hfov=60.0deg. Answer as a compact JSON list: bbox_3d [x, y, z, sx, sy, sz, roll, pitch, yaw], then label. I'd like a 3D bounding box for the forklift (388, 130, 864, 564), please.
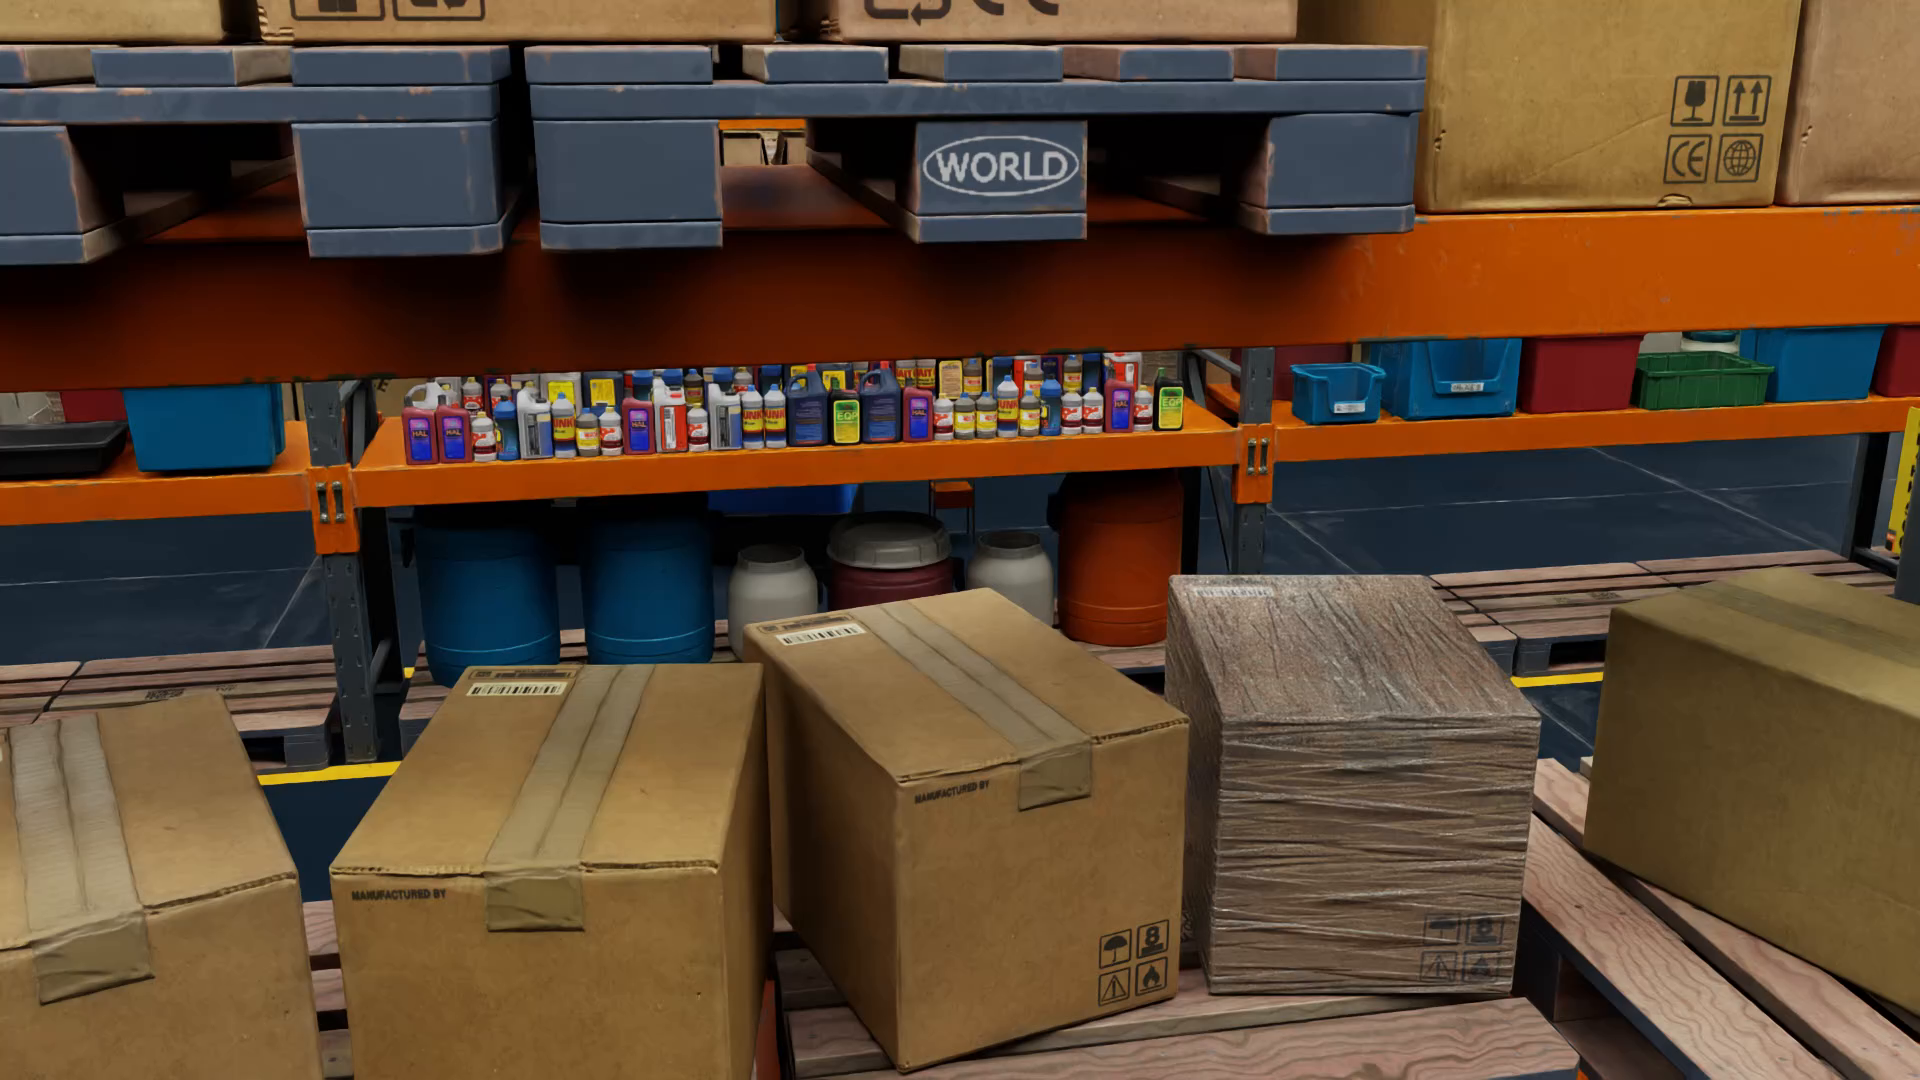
[{"bbox_3d":[-2.141,-1.414,9.925,3.031,2.935,1.130,0,17,1],"label":"forklift"}]

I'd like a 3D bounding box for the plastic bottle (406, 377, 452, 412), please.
[{"bbox_3d":[-2.228,-0.518,6.973,0.185,0.351,0.144,-3,17,-10],"label":"plastic bottle"}]

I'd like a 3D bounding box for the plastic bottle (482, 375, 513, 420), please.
[{"bbox_3d":[-2.131,-0.698,7.675,0.133,0.283,0.061,-3,17,-10],"label":"plastic bottle"}]

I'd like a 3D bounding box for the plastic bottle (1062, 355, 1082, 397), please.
[{"bbox_3d":[0.552,-0.806,8.165,0.097,0.201,0.097,0,17,0],"label":"plastic bottle"}]

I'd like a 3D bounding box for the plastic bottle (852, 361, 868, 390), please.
[{"bbox_3d":[-0.487,-0.780,7.963,0.097,0.271,0.097,0,17,0],"label":"plastic bottle"}]

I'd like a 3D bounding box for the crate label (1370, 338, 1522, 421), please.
[{"bbox_3d":[2.279,-0.830,7.845,0.616,0.435,0.502,-3,17,-10],"label":"crate label"}]

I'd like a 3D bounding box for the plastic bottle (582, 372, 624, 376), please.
[{"bbox_3d":[-1.653,-0.745,7.713,0.185,0.351,0.144,-3,17,-10],"label":"plastic bottle"}]

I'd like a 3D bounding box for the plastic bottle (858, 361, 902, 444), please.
[{"bbox_3d":[-0.350,-0.606,7.260,0.185,0.351,0.144,-3,17,-10],"label":"plastic bottle"}]

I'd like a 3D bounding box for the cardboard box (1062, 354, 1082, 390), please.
[{"bbox_3d":[0.967,-1.322,13.015,0.500,0.500,0.700,-4,18,-13],"label":"cardboard box"}]

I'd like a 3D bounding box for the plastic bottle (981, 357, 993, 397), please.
[{"bbox_3d":[0.172,-0.829,8.101,0.133,0.283,0.061,-3,17,-10],"label":"plastic bottle"}]

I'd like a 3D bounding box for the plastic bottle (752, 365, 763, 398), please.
[{"bbox_3d":[-0.917,-0.767,7.899,0.133,0.283,0.061,-3,17,-10],"label":"plastic bottle"}]

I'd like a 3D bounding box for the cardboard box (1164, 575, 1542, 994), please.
[{"bbox_3d":[0.657,0.407,2.991,0.500,0.500,0.700,0,17,0],"label":"cardboard box"}]

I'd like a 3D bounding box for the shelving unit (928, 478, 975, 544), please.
[{"bbox_3d":[-0.053,-0.499,10.148,0.252,1.050,0.215,-3,17,-10],"label":"shelving unit"}]

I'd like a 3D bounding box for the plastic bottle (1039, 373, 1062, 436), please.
[{"bbox_3d":[0.402,-0.604,7.388,0.097,0.271,0.097,0,17,0],"label":"plastic bottle"}]

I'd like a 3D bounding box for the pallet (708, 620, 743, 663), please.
[{"bbox_3d":[-0.709,0.620,7.933,1.213,0.211,1.003,-3,17,-10],"label":"pallet"}]

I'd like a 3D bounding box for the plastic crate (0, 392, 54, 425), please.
[{"bbox_3d":[-4.209,-0.553,7.103,0.530,0.282,0.437,-3,17,-10],"label":"plastic crate"}]

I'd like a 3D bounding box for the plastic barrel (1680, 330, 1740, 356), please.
[{"bbox_3d":[3.851,-0.963,8.574,0.301,0.262,0.301,0,17,0],"label":"plastic barrel"}]

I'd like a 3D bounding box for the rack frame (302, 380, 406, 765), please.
[{"bbox_3d":[-2.675,-0.613,7.198,0.127,3.000,1.000,-3,17,-10],"label":"rack frame"}]

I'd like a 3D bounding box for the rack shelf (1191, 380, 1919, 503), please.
[{"bbox_3d":[3.216,-0.603,8.392,4.000,0.370,1.077,-3,17,-10],"label":"rack shelf"}]

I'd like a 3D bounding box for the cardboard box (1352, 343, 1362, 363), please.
[{"bbox_3d":[3.161,-1.453,13.440,0.500,0.500,0.700,-3,17,-11],"label":"cardboard box"}]

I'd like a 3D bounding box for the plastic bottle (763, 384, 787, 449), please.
[{"bbox_3d":[-0.797,-0.536,7.167,0.097,0.271,0.097,0,17,0],"label":"plastic bottle"}]

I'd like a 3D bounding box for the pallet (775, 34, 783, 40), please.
[{"bbox_3d":[-0.811,-2.092,7.228,1.213,0.211,1.003,-3,17,-10],"label":"pallet"}]

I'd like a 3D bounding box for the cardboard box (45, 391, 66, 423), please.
[{"bbox_3d":[-6.035,-1.112,11.728,0.875,0.875,0.875,-3,17,-10],"label":"cardboard box"}]

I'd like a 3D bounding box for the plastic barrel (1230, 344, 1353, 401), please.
[{"bbox_3d":[1.651,-1.014,8.272,0.708,0.536,0.600,-3,17,-10],"label":"plastic barrel"}]

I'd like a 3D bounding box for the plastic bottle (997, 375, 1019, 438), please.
[{"bbox_3d":[0.211,-0.593,7.353,0.097,0.271,0.097,0,17,0],"label":"plastic bottle"}]

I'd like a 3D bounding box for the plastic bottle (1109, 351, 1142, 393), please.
[{"bbox_3d":[0.795,-0.802,8.024,0.135,0.276,0.152,-3,17,-10],"label":"plastic bottle"}]

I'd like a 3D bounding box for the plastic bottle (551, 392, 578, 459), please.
[{"bbox_3d":[-1.670,-0.486,7.005,0.097,0.271,0.097,0,17,0],"label":"plastic bottle"}]

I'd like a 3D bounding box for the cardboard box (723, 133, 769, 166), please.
[{"bbox_3d":[-1.706,-2.680,12.050,0.637,0.503,0.797,-3,17,-9],"label":"cardboard box"}]

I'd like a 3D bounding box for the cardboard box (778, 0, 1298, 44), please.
[{"bbox_3d":[0.079,-0.997,2.284,0.600,0.600,0.600,-4,18,-13],"label":"cardboard box"}]

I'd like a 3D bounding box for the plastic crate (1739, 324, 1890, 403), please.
[{"bbox_3d":[4.156,-0.900,8.160,0.575,0.384,0.392,-3,17,-10],"label":"plastic crate"}]

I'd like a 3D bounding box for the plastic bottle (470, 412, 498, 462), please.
[{"bbox_3d":[-1.993,-0.435,6.956,0.097,0.201,0.097,0,17,0],"label":"plastic bottle"}]

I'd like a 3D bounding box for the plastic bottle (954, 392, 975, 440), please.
[{"bbox_3d":[0.020,-0.549,7.328,0.097,0.201,0.097,0,17,0],"label":"plastic bottle"}]

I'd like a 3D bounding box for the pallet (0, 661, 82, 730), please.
[{"bbox_3d":[-4.590,0.841,7.214,1.213,0.211,1.003,-3,17,-10],"label":"pallet"}]

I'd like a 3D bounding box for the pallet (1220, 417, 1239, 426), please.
[{"bbox_3d":[2.276,-1.041,13.340,1.213,0.211,1.003,-3,17,-10],"label":"pallet"}]

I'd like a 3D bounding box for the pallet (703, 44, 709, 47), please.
[{"bbox_3d":[-2.812,-4.883,16.311,1.003,0.211,1.213,-3,17,-10],"label":"pallet"}]

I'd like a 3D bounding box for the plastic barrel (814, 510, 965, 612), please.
[{"bbox_3d":[-0.333,0.211,7.907,0.708,0.588,0.600,-3,17,-10],"label":"plastic barrel"}]

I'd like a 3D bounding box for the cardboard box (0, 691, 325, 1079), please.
[{"bbox_3d":[-1.231,0.605,2.348,0.500,0.500,0.700,-10,20,-29],"label":"cardboard box"}]

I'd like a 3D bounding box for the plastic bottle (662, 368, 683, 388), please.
[{"bbox_3d":[-1.321,-0.688,7.661,0.097,0.271,0.097,0,17,0],"label":"plastic bottle"}]

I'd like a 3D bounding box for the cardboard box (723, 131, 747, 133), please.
[{"bbox_3d":[-2.996,-5.123,21.288,0.500,0.250,0.500,-4,17,-12],"label":"cardboard box"}]

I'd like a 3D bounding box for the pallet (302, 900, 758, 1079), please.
[{"bbox_3d":[-0.934,0.894,2.619,1.213,0.211,1.003,-3,17,-10],"label":"pallet"}]

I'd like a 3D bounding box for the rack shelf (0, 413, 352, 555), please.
[{"bbox_3d":[-4.639,-0.158,6.941,4.000,0.370,1.077,-3,17,-10],"label":"rack shelf"}]

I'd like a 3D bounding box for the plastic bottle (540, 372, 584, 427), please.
[{"bbox_3d":[-1.807,-0.693,7.544,0.185,0.351,0.144,-3,17,-10],"label":"plastic bottle"}]

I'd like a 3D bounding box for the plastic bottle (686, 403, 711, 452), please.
[{"bbox_3d":[-1.120,-0.484,7.117,0.097,0.201,0.097,0,17,0],"label":"plastic bottle"}]

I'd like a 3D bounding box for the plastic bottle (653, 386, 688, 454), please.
[{"bbox_3d":[-1.239,-0.521,7.111,0.135,0.276,0.152,-3,17,-10],"label":"plastic bottle"}]

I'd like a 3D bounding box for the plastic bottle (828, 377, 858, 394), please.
[{"bbox_3d":[-0.510,-0.571,7.259,0.133,0.283,0.061,-3,17,-10],"label":"plastic bottle"}]

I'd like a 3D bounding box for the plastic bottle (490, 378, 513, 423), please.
[{"bbox_3d":[-2.098,-0.637,7.616,0.097,0.201,0.097,0,17,0],"label":"plastic bottle"}]

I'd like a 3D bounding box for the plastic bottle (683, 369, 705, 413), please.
[{"bbox_3d":[-1.255,-0.703,7.831,0.097,0.201,0.097,0,17,0],"label":"plastic bottle"}]

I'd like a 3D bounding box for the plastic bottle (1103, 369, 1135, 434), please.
[{"bbox_3d":[0.710,-0.622,7.425,0.133,0.283,0.061,-3,17,-10],"label":"plastic bottle"}]

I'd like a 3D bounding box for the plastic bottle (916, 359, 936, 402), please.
[{"bbox_3d":[-0.164,-0.799,8.022,0.097,0.271,0.097,0,17,0],"label":"plastic bottle"}]

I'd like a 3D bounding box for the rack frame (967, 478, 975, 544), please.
[{"bbox_3d":[0.067,-0.506,10.170,0.008,1.050,0.200,-3,17,-10],"label":"rack frame"}]

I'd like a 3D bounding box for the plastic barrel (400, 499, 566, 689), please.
[{"bbox_3d":[-2.137,0.164,7.528,0.708,0.901,0.600,-3,17,-10],"label":"plastic barrel"}]

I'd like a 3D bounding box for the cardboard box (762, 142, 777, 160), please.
[{"bbox_3d":[-1.926,-3.849,16.434,0.250,0.149,0.380,-3,17,-10],"label":"cardboard box"}]

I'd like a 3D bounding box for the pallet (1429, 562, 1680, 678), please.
[{"bbox_3d":[3.216,0.398,8.655,1.213,0.211,1.003,-3,17,-10],"label":"pallet"}]

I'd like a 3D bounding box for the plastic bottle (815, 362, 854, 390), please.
[{"bbox_3d":[-0.592,-0.760,7.761,0.185,0.351,0.144,-3,17,-10],"label":"plastic bottle"}]
